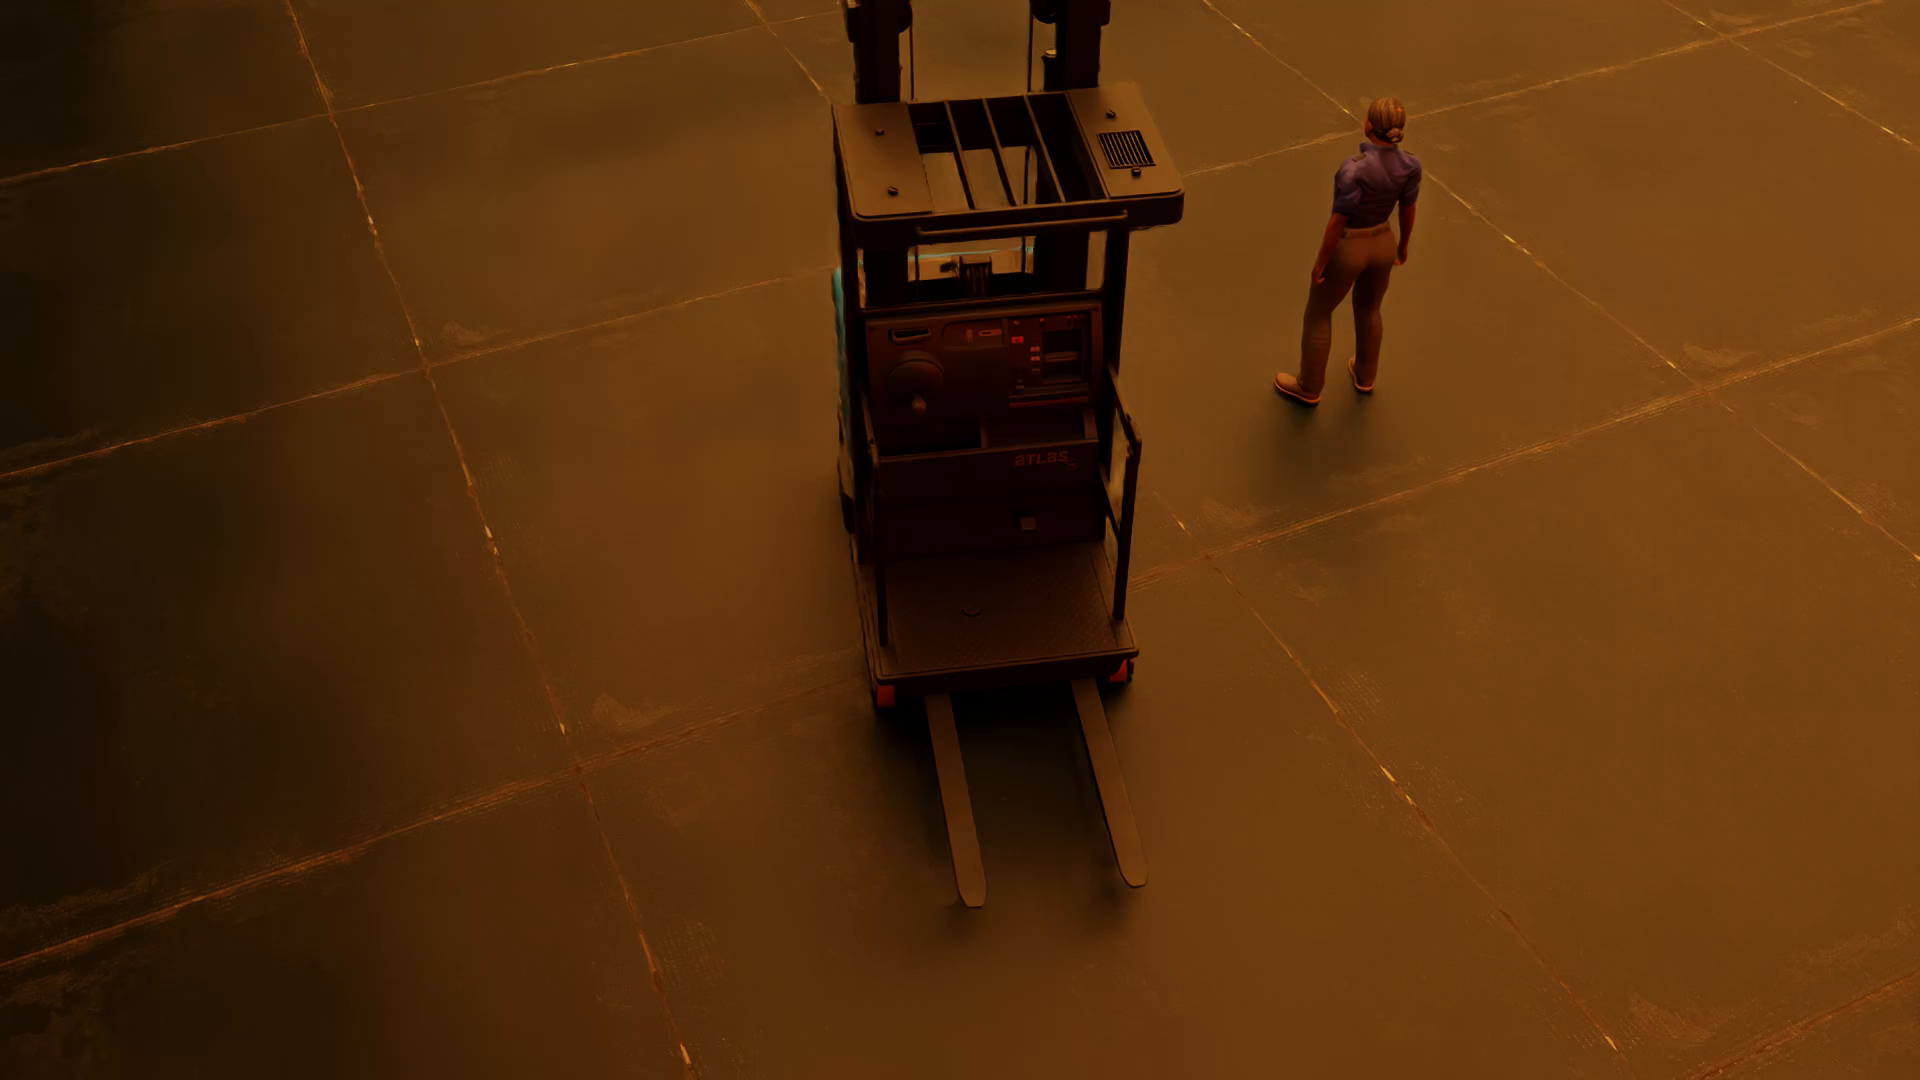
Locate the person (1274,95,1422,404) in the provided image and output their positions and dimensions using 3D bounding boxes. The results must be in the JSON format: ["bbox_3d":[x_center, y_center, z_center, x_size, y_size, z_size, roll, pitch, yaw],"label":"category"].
[{"bbox_3d":[1.944,-1.409,8.134,0.567,1.663,0.318,-13,45,-14],"label":"person"}]

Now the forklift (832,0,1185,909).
[{"bbox_3d":[0.132,-0.621,6.346,1.130,2.935,3.031,-6,43,-6],"label":"forklift"}]
